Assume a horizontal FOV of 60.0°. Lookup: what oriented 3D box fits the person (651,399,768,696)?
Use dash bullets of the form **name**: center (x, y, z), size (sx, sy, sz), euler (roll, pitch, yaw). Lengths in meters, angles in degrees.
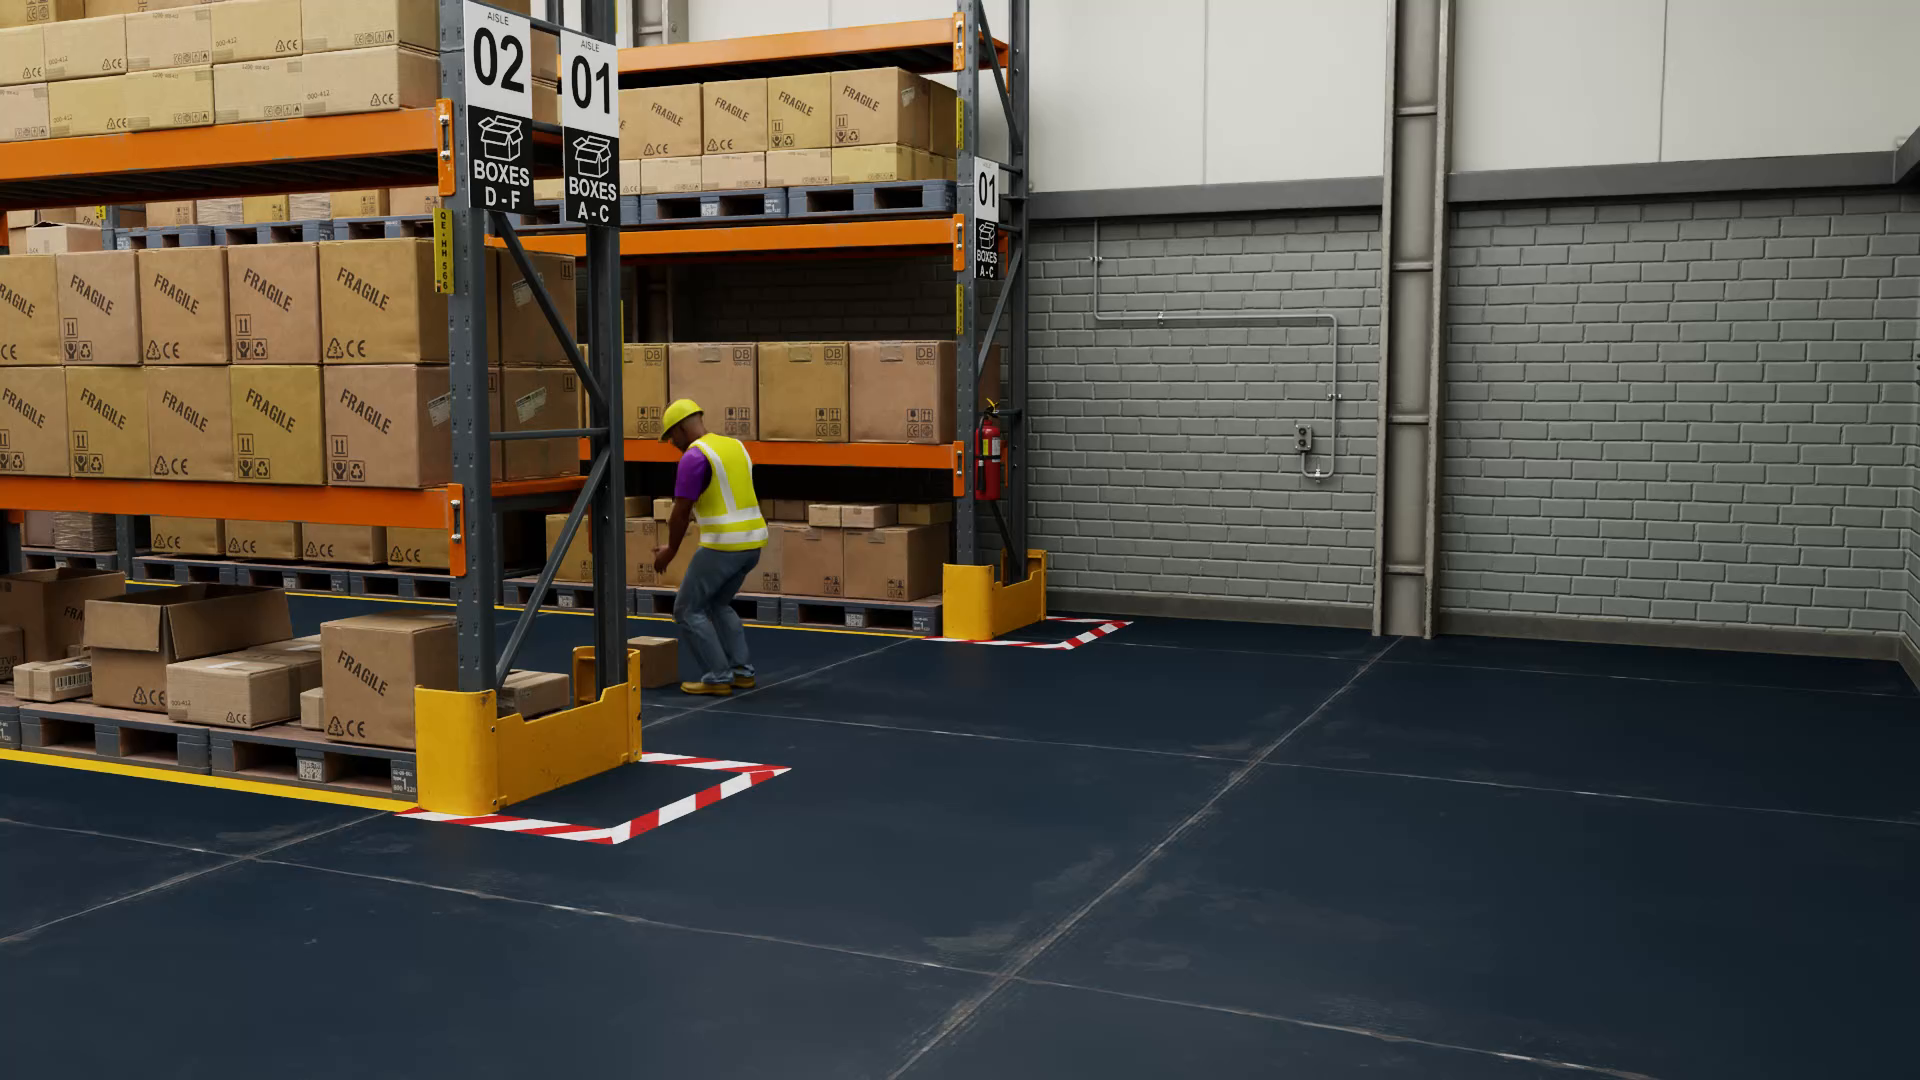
- **person**: center (-1.393, 0.035, 9.258), size (0.576, 1.633, 0.613), euler (3, 6, 25)
